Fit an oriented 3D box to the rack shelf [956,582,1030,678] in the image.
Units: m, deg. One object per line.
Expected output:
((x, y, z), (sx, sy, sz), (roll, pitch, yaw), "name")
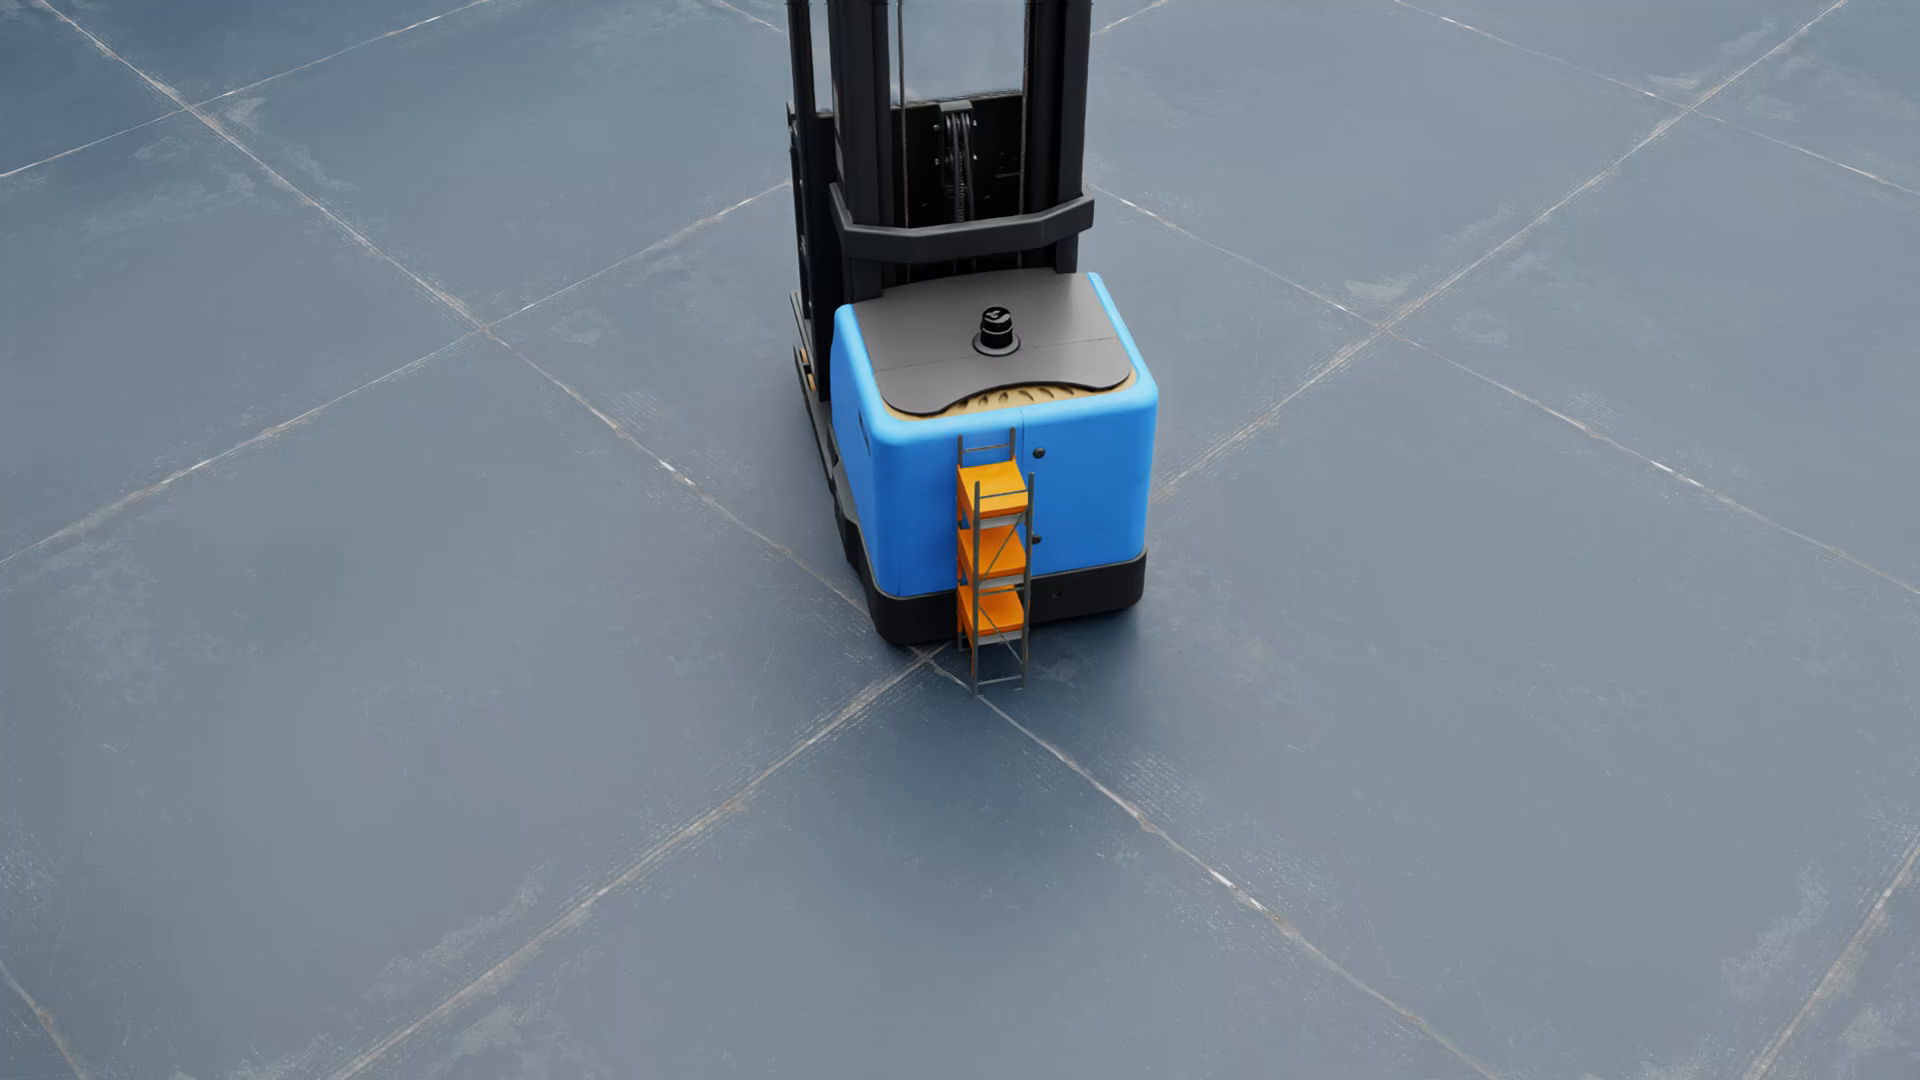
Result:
((0.117, 0.312, 6.064), (0.215, 0.259, 0.240), (-9, 43, -10), "rack shelf")

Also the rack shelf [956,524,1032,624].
((0.117, 0.108, 5.875), (0.215, 0.259, 0.240), (-9, 43, -10), "rack shelf")

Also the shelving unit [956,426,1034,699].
((0.117, 0.100, 5.868), (0.215, 1.050, 0.252), (-9, 43, -10), "shelving unit")

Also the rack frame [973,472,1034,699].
((0.145, 0.181, 5.781), (0.200, 1.050, 0.008), (-9, 43, -10), "rack frame")

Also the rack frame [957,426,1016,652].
((0.089, 0.020, 5.955), (0.200, 1.050, 0.008), (-9, 43, -10), "rack frame")

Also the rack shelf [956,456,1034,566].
((0.117, -0.100, 5.683), (0.215, 0.259, 0.240), (-9, 43, -10), "rack shelf")

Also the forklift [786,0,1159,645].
((-0.125, -1.698, 6.428), (1.130, 2.935, 3.031), (-9, 43, -10), "forklift")
